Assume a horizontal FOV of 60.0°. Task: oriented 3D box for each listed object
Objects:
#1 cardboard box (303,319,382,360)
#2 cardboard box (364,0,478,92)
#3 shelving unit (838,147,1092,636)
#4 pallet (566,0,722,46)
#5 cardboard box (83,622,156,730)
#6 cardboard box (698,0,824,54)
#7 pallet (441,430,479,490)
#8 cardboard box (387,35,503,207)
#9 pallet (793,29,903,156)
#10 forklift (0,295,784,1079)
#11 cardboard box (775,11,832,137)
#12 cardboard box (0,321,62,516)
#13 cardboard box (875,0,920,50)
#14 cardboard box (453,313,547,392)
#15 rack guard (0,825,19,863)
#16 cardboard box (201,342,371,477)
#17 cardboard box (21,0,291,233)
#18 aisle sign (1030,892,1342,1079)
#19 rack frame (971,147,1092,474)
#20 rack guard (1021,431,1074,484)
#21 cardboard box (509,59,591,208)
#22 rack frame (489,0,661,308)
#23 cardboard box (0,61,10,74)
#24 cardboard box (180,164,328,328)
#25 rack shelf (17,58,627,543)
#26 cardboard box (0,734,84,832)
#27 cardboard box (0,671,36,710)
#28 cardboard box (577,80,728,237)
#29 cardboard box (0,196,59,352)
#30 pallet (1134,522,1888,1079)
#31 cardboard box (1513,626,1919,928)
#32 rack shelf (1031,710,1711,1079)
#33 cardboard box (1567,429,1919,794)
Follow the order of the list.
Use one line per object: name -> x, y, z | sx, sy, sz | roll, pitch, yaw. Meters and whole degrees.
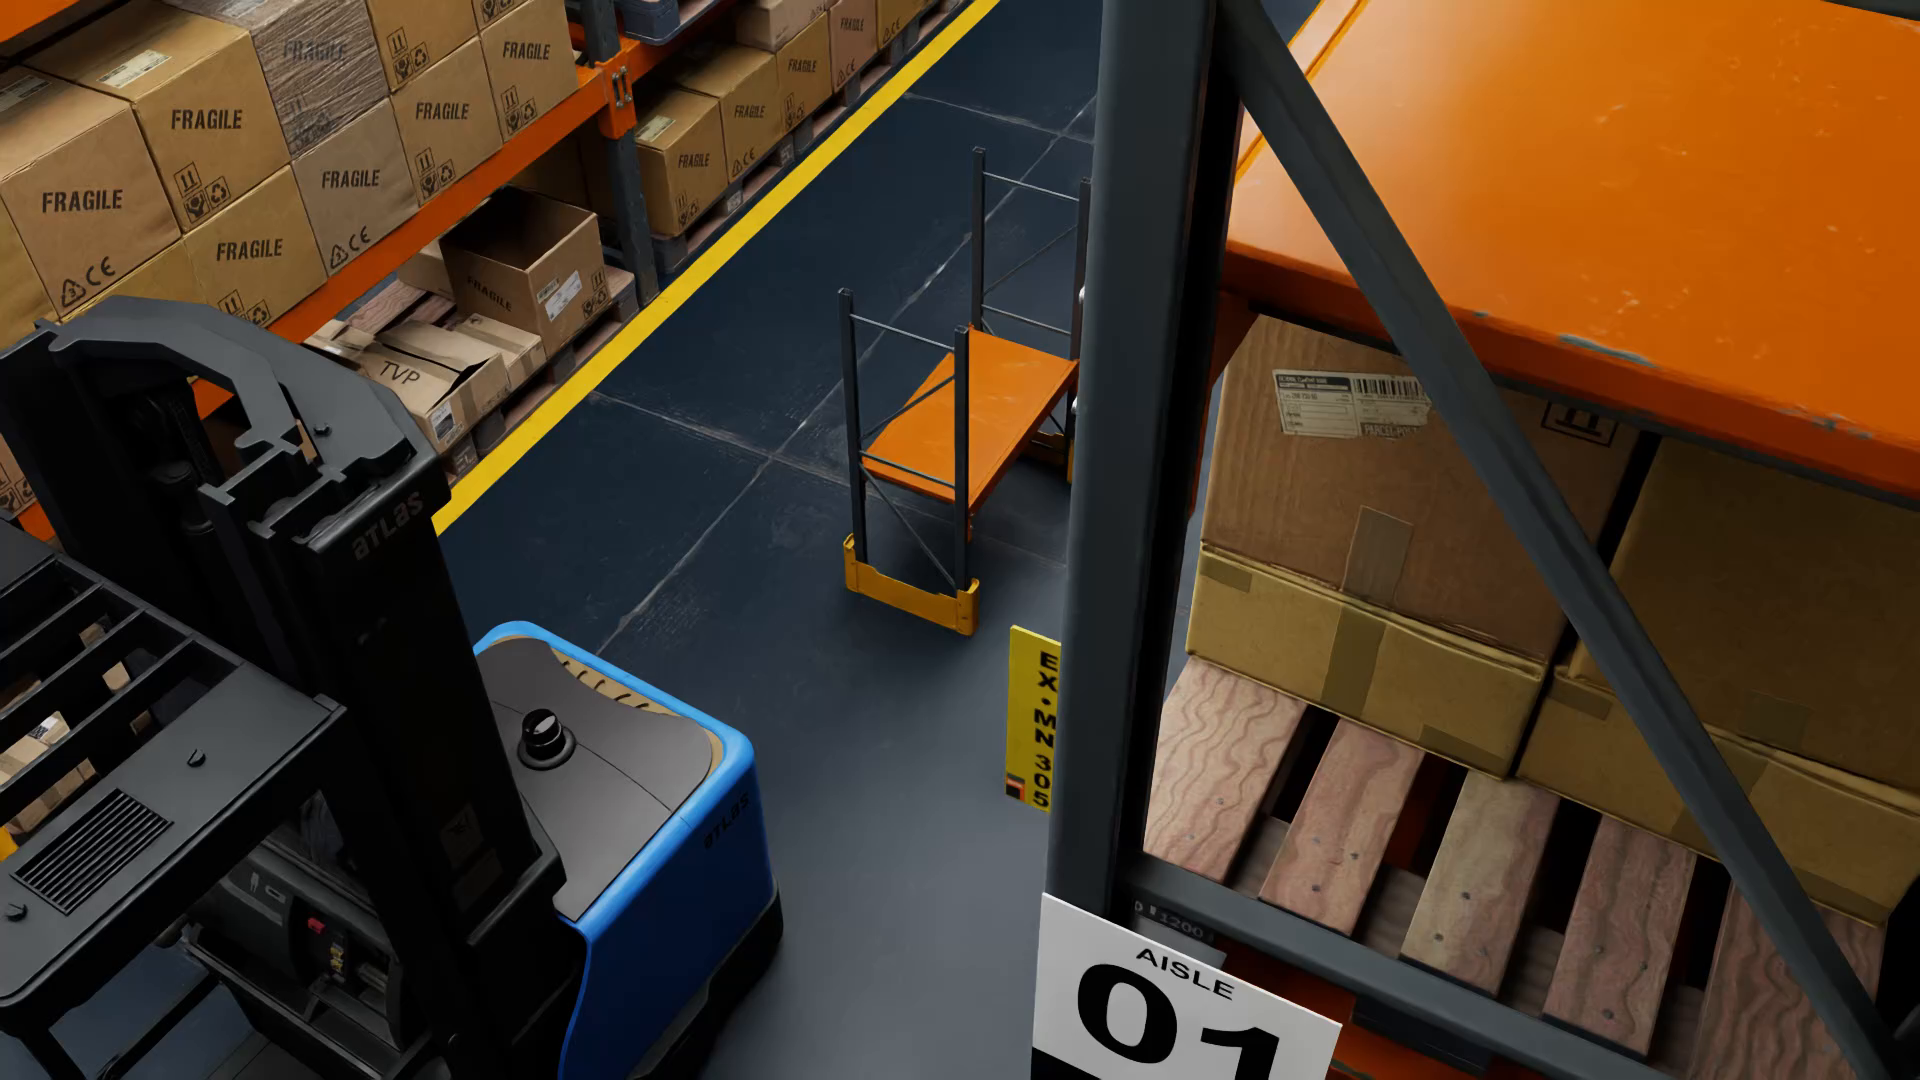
cardboard box -> -2.734, -0.815, 7.409 | 0.380, 0.166, 0.250 | 20, 49, 19
cardboard box -> -2.196, -2.057, 6.180 | 0.500, 0.500, 0.500 | 20, 49, 18
shelving unit -> 0.035, -0.575, 6.544 | 0.587, 1.500, 1.083 | 20, 49, 19
pallet -> -1.487, -2.798, 7.821 | 1.003, 0.211, 1.213 | 20, 49, 19
cardboard box -> -3.076, 0.370, 6.179 | 0.500, 0.250, 0.500 | 20, 49, 19
cardboard box -> -1.050, -2.792, 8.601 | 0.500, 0.250, 0.500 | 21, 49, 19
pallet -> -2.840, -0.214, 7.093 | 1.003, 0.211, 1.213 | 20, 49, 19
cardboard box -> -2.198, -1.708, 6.539 | 0.500, 0.500, 0.500 | 22, 49, 20
pallet -> -1.046, -2.714, 9.564 | 1.003, 0.211, 1.213 | 20, 49, 19
forklift -> -1.803, 1.028, 3.953 | 1.130, 2.935, 3.031 | 24, 50, 22
cardboard box -> -1.038, -2.550, 8.890 | 0.500, 0.500, 0.500 | 21, 49, 20
cardboard box -> -3.137, -0.432, 5.278 | 0.500, 0.500, 0.500 | 20, 49, 19
cardboard box -> -0.565, -3.201, 9.533 | 0.500, 0.500, 0.500 | 19, 48, 18
cardboard box -> -2.089, -0.842, 7.448 | 0.380, 0.149, 0.250 | 20, 49, 19
rack guard -> -3.777, 0.953, 5.737 | 1.175, 0.500, 0.348 | 20, 49, 19
cardboard box -> -2.823, -0.490, 6.851 | 0.797, 0.503, 0.637 | 20, 49, 19
cardboard box -> -2.665, -1.423, 5.554 | 0.500, 0.500, 0.500 | 20, 49, 19
aisle sign -> 0.278, 0.788, 2.315 | 0.394, 0.787, 0.004 | 20, 49, 19
rack frame -> 0.276, -0.901, 6.866 | 0.500, 1.500, 0.032 | 20, 49, 19
rack guard -> 0.267, -0.450, 7.299 | 0.587, 0.250, 0.087 | 20, 49, 19
cardboard box -> -1.980, -2.079, 8.424 | 0.500, 0.500, 0.500 | 20, 49, 19
rack frame -> -1.955, -2.398, 7.291 | 1.000, 3.000, 0.127 | 20, 49, 19
cardboard box -> -3.378, -1.283, 5.415 | 0.500, 0.500, 0.500 | 22, 49, 20
cardboard box -> -2.668, -1.062, 5.900 | 0.500, 0.500, 0.500 | 21, 49, 20
rack shelf -> -2.883, -0.885, 6.301 | 1.077, 0.370, 4.000 | 20, 49, 19
cardboard box -> -3.313, 0.819, 5.806 | 0.380, 0.149, 0.250 | 20, 49, 19
cardboard box -> -3.778, 0.422, 5.952 | 0.500, 0.500, 0.500 | 20, 49, 19
cardboard box -> -1.515, -1.898, 8.245 | 0.500, 0.500, 0.500 | 18, 48, 17
cardboard box -> -3.136, -0.789, 4.927 | 0.500, 0.500, 0.500 | 21, 49, 19
pallet -> 0.913, 0.261, 2.616 | 1.003, 0.211, 1.213 | 20, 49, 19
cardboard box -> 1.134, 0.192, 2.362 | 0.500, 0.250, 0.500 | 23, 50, 21
rack shelf -> 1.506, -0.306, 3.620 | 1.077, 0.370, 4.000 | 20, 49, 19
cardboard box -> 1.130, -0.073, 2.097 | 0.500, 0.500, 0.500 | 19, 48, 18
